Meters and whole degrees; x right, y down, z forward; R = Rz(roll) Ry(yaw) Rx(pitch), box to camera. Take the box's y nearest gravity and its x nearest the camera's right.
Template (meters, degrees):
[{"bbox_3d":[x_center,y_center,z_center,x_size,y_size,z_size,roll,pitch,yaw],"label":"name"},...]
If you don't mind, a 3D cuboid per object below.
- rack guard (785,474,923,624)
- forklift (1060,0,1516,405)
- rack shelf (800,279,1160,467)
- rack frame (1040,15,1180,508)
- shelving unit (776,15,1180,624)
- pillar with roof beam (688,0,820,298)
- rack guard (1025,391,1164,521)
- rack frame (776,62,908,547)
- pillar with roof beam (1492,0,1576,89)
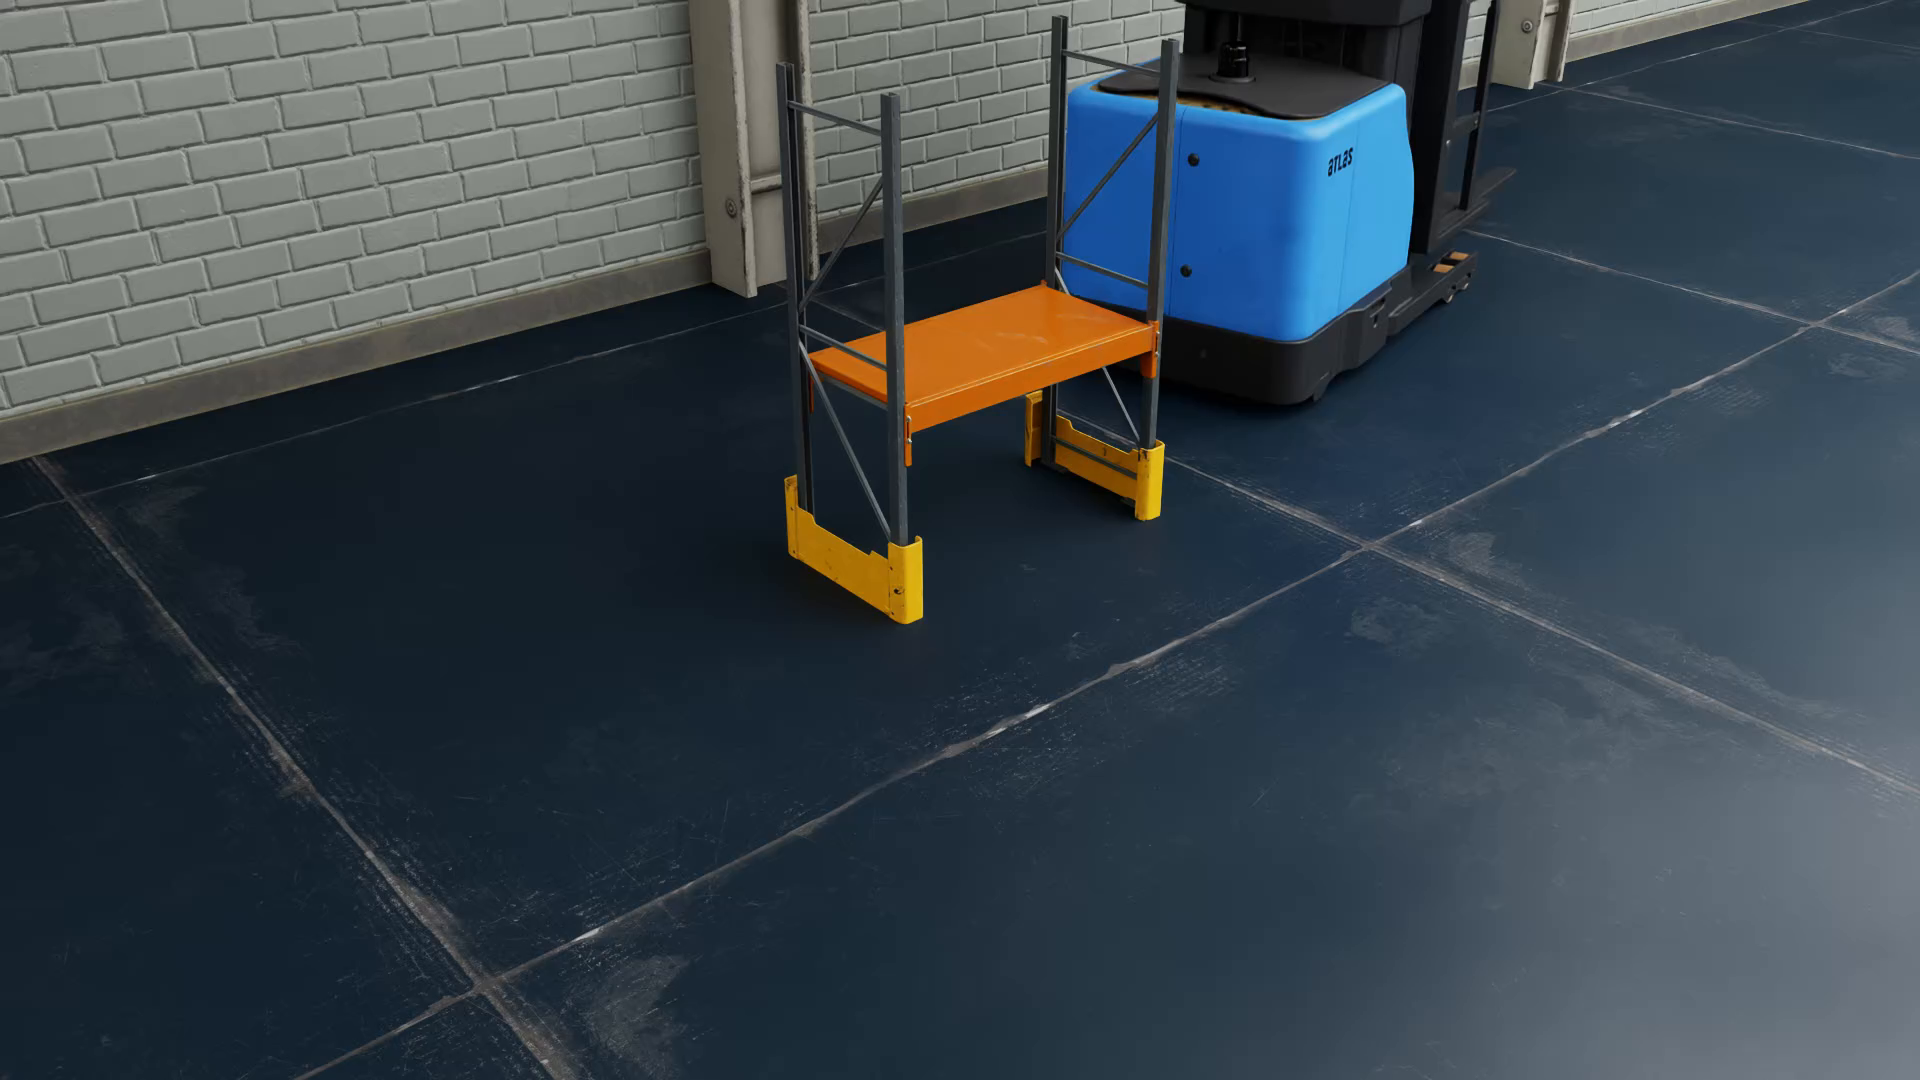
[{"bbox_3d":[-0.321,0.019,4.950,0.087,0.250,0.587,-22,35,-35],"label":"rack guard"},{"bbox_3d":[1.615,-2.426,6.680,1.130,2.935,3.031,18,33,30],"label":"forklift"},{"bbox_3d":[0.065,-0.529,5.030,1.000,0.185,0.538,-22,35,-35],"label":"rack shelf"},{"bbox_3d":[0.452,-0.843,5.236,0.032,1.500,0.500,-22,35,-35],"label":"rack frame"},{"bbox_3d":[0.058,-0.685,4.940,1.083,1.500,0.587,-22,35,-35],"label":"shelving unit"},{"bbox_3d":[1.921,-3.592,2.423,0.400,9.000,9.100,-22,35,-35],"label":"pillar with roof beam"},{"bbox_3d":[0.437,-0.286,5.520,0.087,0.250,0.587,-22,35,-35],"label":"rack guard"},{"bbox_3d":[-0.322,-0.532,4.654,0.032,1.500,0.500,-22,35,-35],"label":"rack frame"},{"bbox_3d":[6.486,-5.427,5.858,0.400,9.000,9.100,-22,35,-35],"label":"pillar with roof beam"}]
